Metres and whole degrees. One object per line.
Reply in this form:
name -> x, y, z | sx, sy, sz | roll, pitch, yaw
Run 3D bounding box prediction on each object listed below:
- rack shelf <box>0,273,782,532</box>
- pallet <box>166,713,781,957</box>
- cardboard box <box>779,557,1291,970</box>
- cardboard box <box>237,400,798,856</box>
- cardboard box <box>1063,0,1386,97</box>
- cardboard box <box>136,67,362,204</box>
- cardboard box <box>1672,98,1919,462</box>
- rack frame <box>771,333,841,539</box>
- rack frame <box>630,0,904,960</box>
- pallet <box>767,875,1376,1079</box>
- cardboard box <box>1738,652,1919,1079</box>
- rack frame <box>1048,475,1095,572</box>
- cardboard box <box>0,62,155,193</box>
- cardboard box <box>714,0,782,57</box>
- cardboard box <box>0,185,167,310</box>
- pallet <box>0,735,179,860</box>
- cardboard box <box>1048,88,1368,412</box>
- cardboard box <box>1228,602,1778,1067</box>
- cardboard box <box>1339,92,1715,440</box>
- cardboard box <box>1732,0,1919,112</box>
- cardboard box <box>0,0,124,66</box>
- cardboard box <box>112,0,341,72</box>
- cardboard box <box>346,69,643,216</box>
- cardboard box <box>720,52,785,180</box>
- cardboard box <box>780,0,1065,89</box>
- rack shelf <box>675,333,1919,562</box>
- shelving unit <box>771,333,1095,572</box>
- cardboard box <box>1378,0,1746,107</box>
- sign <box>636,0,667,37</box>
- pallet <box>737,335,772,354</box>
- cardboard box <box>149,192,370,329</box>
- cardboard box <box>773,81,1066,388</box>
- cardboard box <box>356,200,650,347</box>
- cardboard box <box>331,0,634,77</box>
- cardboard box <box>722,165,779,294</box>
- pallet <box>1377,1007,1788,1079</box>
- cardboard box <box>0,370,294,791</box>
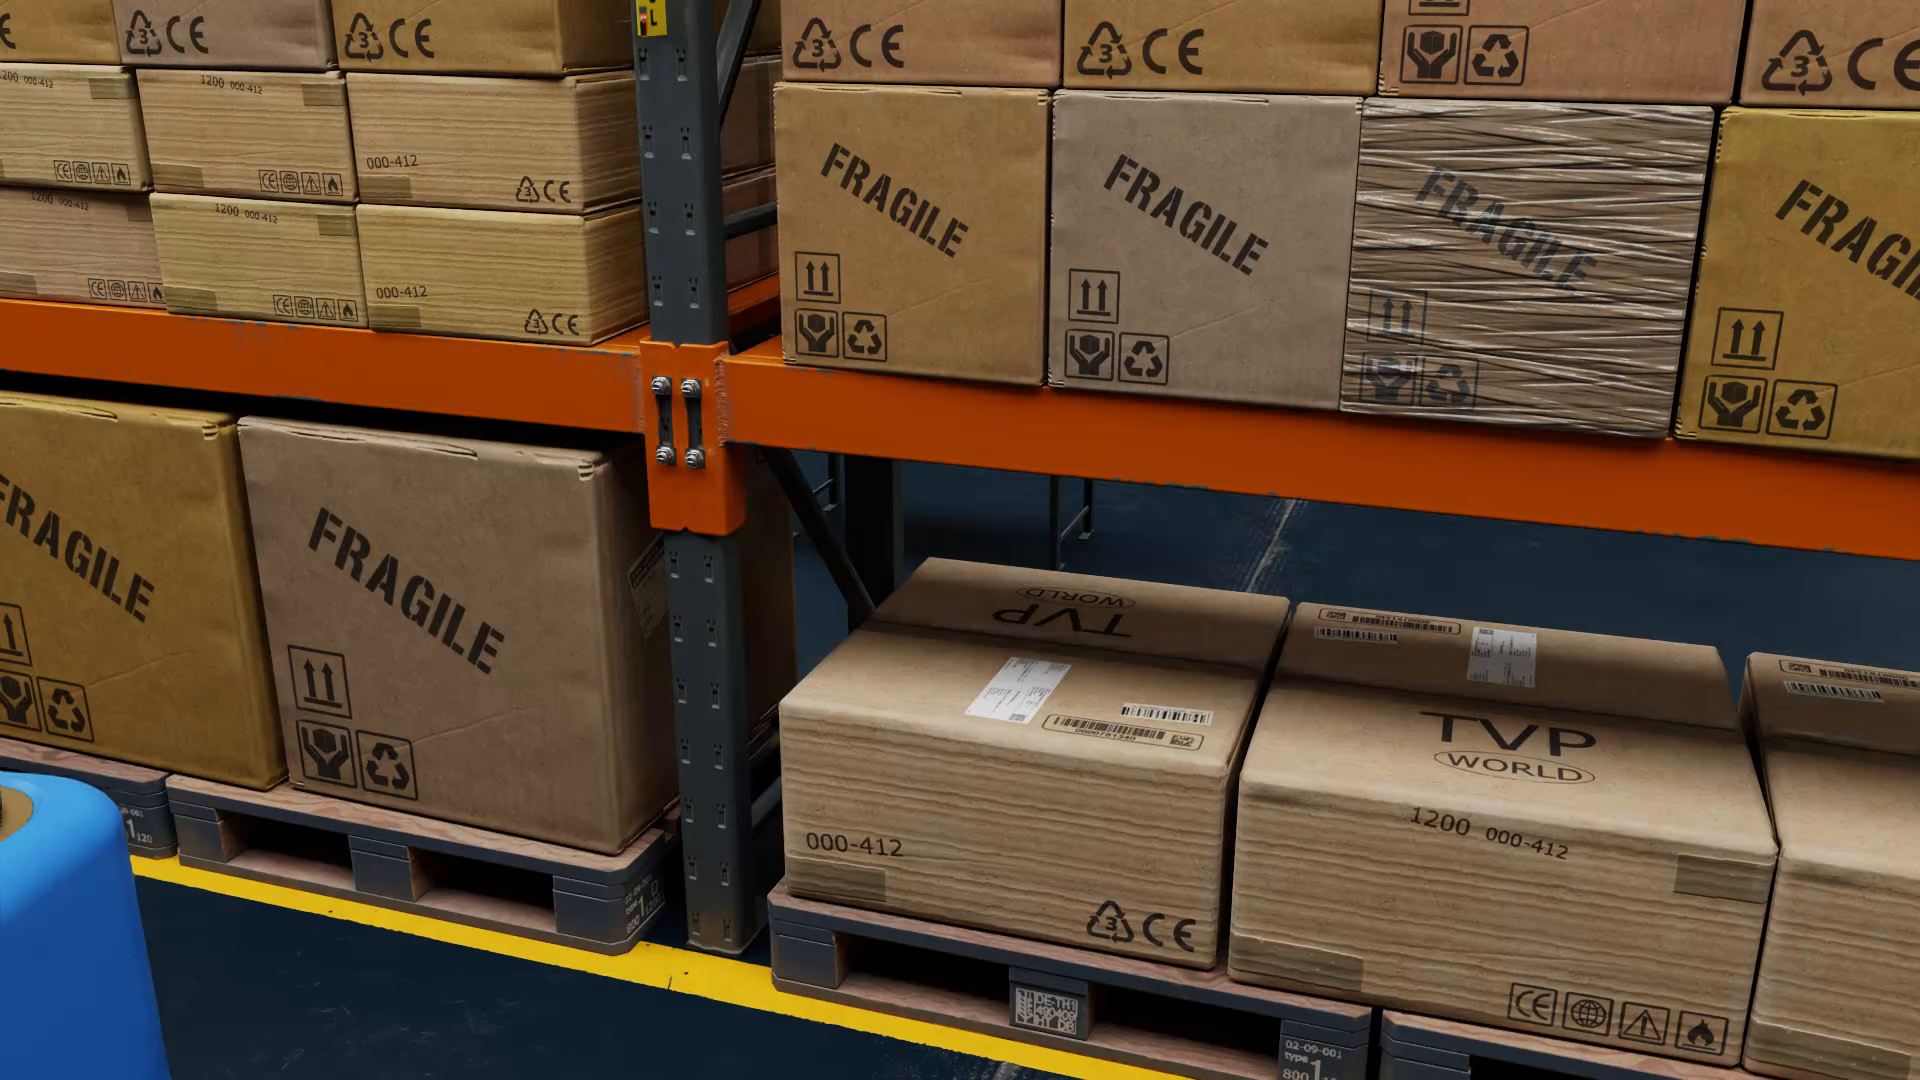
rack shelf -> -2.251, -0.565, 4.232 | 4.000, 0.370, 1.077 | 7, 20, 18
pallet -> -1.116, 0.568, 4.125 | 1.213, 0.211, 1.003 | 7, 20, 18
cardboard box -> 0.196, 0.424, 3.556 | 0.875, 0.438, 0.875 | 6, 20, 17
cardboard box -> -0.974, 0.074, 3.896 | 0.875, 0.875, 0.875 | 7, 20, 20
cardboard box -> 0.483, -1.025, 2.787 | 0.500, 0.500, 0.500 | 6, 20, 17
cardboard box -> -1.333, -0.877, 3.505 | 0.500, 0.250, 0.500 | 7, 20, 19
cardboard box -> 1.424, -0.437, 2.620 | 0.500, 0.500, 0.500 | 7, 20, 20
rack frame -> -0.561, -0.772, 6.013 | 0.032, 1.500, 0.500 | 7, 20, 18
rack frame -> -0.362, -0.688, 3.494 | 0.127, 3.000, 1.000 | 7, 20, 18
pallet -> 0.331, 0.735, 3.648 | 1.213, 0.211, 1.003 | 7, 20, 18
cardboard box -> 1.893, 0.619, 2.999 | 0.875, 0.438, 0.875 | 7, 20, 20
rack frame -> 0.400, -0.663, 5.698 | 0.032, 1.500, 0.500 | 7, 20, 18
cardboard box -> -1.824, -0.932, 3.660 | 0.500, 0.250, 0.500 | 7, 20, 19
cardboard box -> -0.683, -1.345, 3.706 | 0.500, 0.500, 0.500 | 7, 20, 19
cardboard box -> -1.820, -0.704, 3.765 | 0.500, 0.250, 0.500 | 6, 20, 17
pallet -> -2.272, 0.437, 4.501 | 1.213, 0.211, 1.003 | 7, 20, 18
cardboard box -> 0.469, -0.548, 2.939 | 0.500, 0.500, 0.500 | 7, 20, 18
cardboard box -> 1.042, 0.521, 3.280 | 0.875, 0.438, 0.875 | 6, 20, 16
cardboard box -> 0.937, -0.492, 2.779 | 0.500, 0.500, 0.500 | 7, 20, 18
cardboard box -> 1.439, -0.910, 2.460 | 0.500, 0.500, 0.500 | 6, 20, 18
cardboard box -> -1.830, -1.292, 3.556 | 0.500, 0.500, 0.500 | 7, 20, 20
cardboard box -> -1.358, -1.232, 3.381 | 0.500, 0.500, 0.500 | 7, 20, 19
cardboard box -> -0.858, -0.826, 3.356 | 0.500, 0.250, 0.500 | 7, 20, 18
cardboard box -> -0.685, -0.989, 3.824 | 0.500, 0.250, 0.500 | 6, 20, 16
cardboard box -> 0.008, -1.081, 2.950 | 0.500, 0.500, 0.500 | 7, 20, 18
rack shelf -> 1.527, -0.133, 2.993 | 4.000, 0.370, 1.077 | 7, 20, 18
shelving unit -> -0.081, -0.717, 5.856 | 1.048, 1.500, 0.538 | 7, 20, 18
cardboard box -> 0.964, -0.966, 2.619 | 0.500, 0.500, 0.500 | 7, 20, 19
sign -> -0.531, -1.028, 2.830 | 0.005, 0.325, 0.100 | 7, 20, 18
pallet -> -0.725, -1.137, 9.016 | 1.213, 0.211, 1.003 | 7, 20, 18
cardboard box -> -1.349, -0.643, 3.592 | 0.500, 0.250, 0.500 | 6, 20, 17
cardboard box -> -0.005, -0.604, 3.099 | 0.500, 0.500, 0.500 | 7, 20, 20
cardboard box -> -0.868, -0.588, 3.433 | 0.500, 0.250, 0.500 | 6, 20, 17
cardboard box -> -0.866, -1.178, 3.228 | 0.500, 0.500, 0.500 | 7, 20, 20
cardboard box -> -0.691, -0.747, 3.891 | 0.500, 0.250, 0.500 | 6, 20, 17
pallet -> 1.487, 0.866, 3.271 | 1.213, 0.211, 1.003 | 7, 20, 18
cardboard box -> -1.830, -0.021, 4.169 | 0.875, 0.875, 0.875 | 7, 20, 20
